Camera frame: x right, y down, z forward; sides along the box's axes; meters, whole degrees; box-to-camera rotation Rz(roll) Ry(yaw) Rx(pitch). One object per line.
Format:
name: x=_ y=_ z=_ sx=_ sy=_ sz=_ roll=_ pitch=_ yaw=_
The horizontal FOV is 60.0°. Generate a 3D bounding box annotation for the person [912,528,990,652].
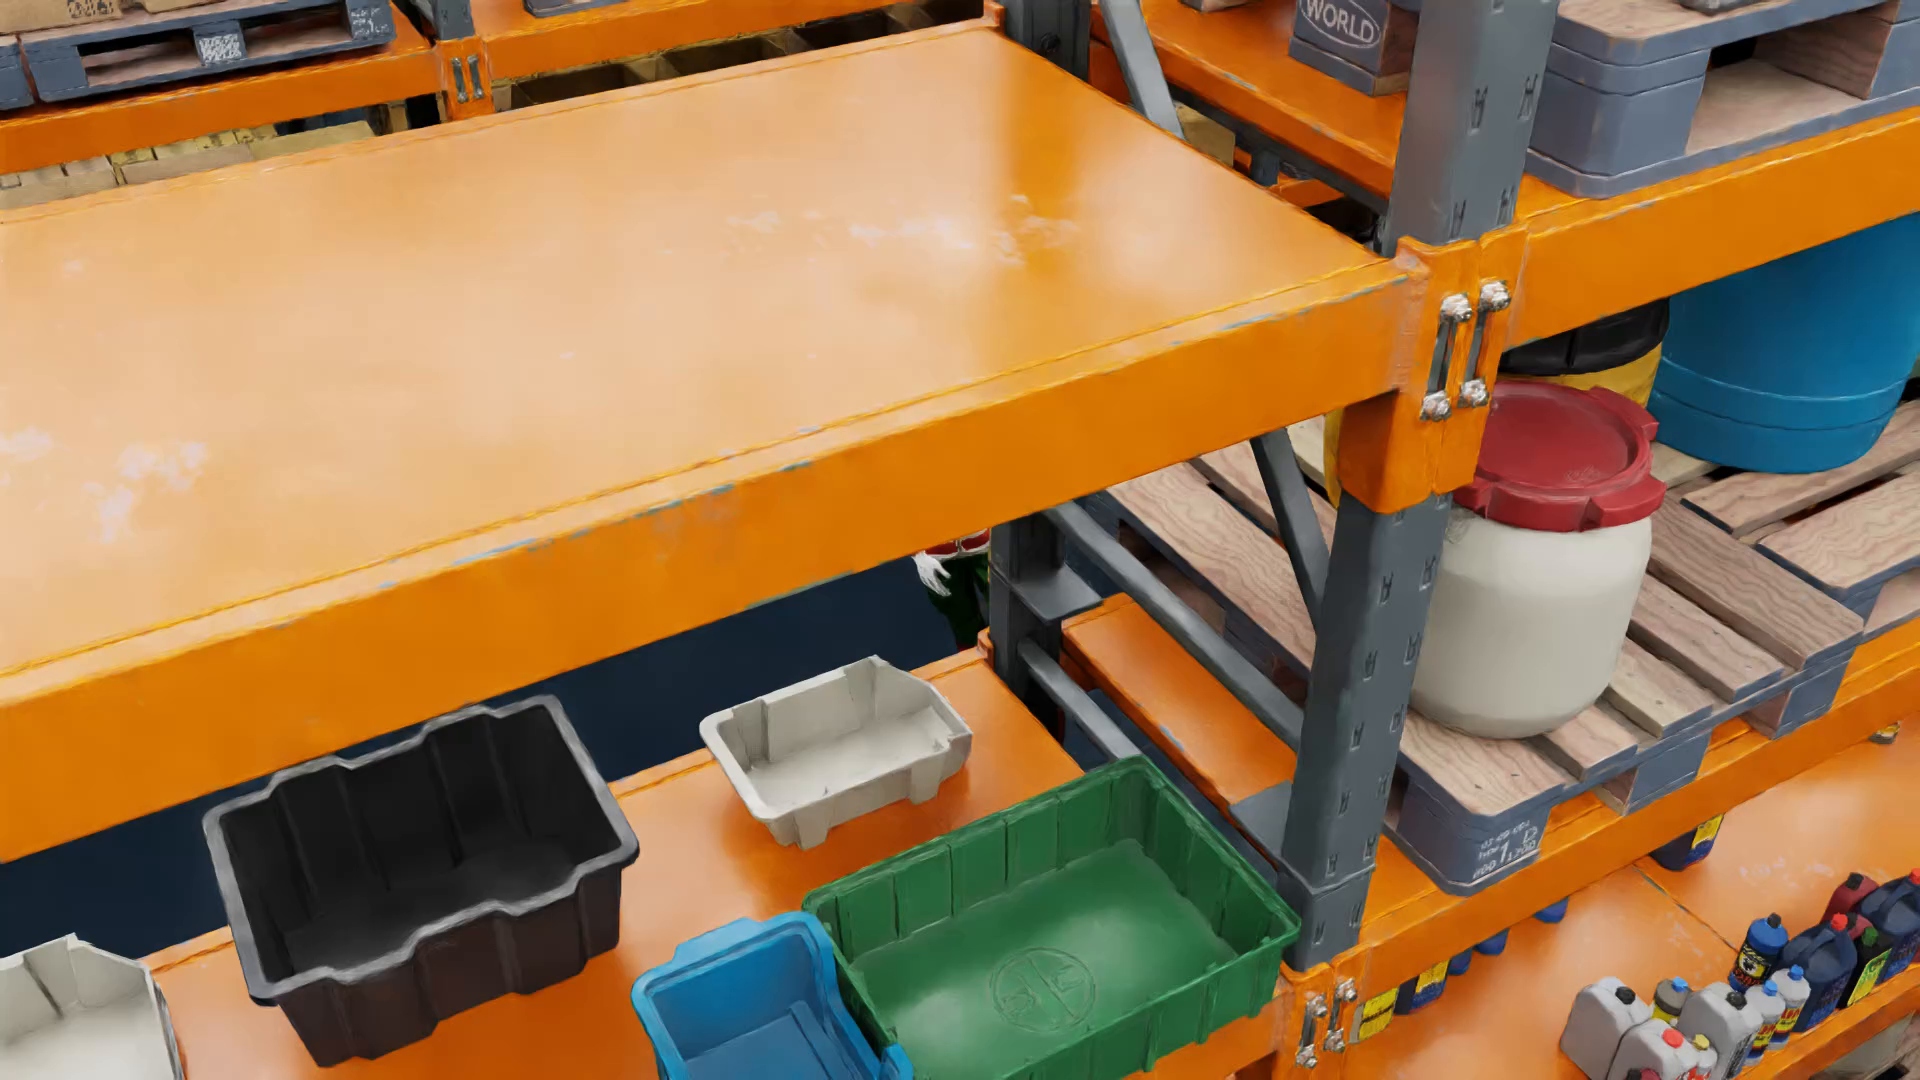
person: x=0.027 y=-0.002 z=6.920 sx=0.729 sy=1.757 sz=0.519 roll=-7 pitch=37 yaw=-10
